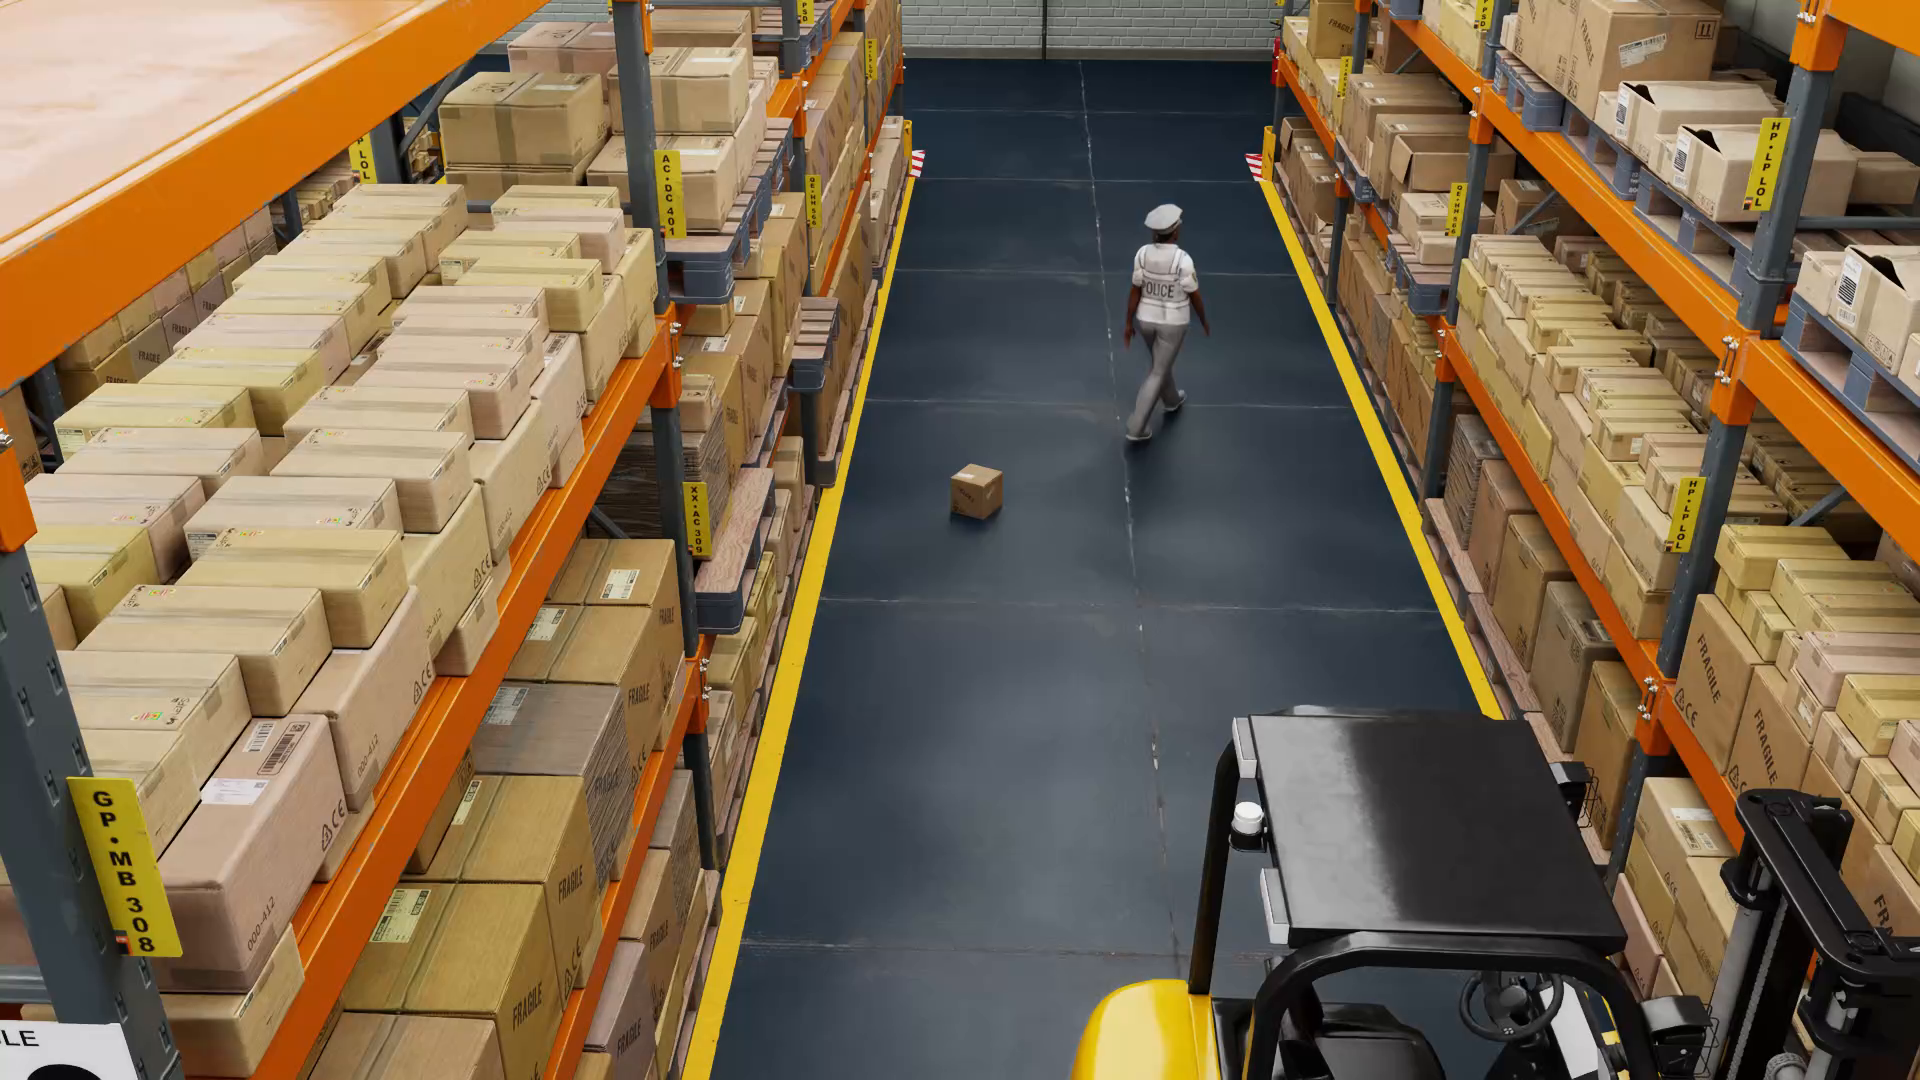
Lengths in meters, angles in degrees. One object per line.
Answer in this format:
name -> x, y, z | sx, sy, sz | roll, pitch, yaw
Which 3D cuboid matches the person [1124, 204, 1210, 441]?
person -> 1.473, -1.568, 11.722 | 0.489, 1.633, 0.996 | 20, 34, 33
